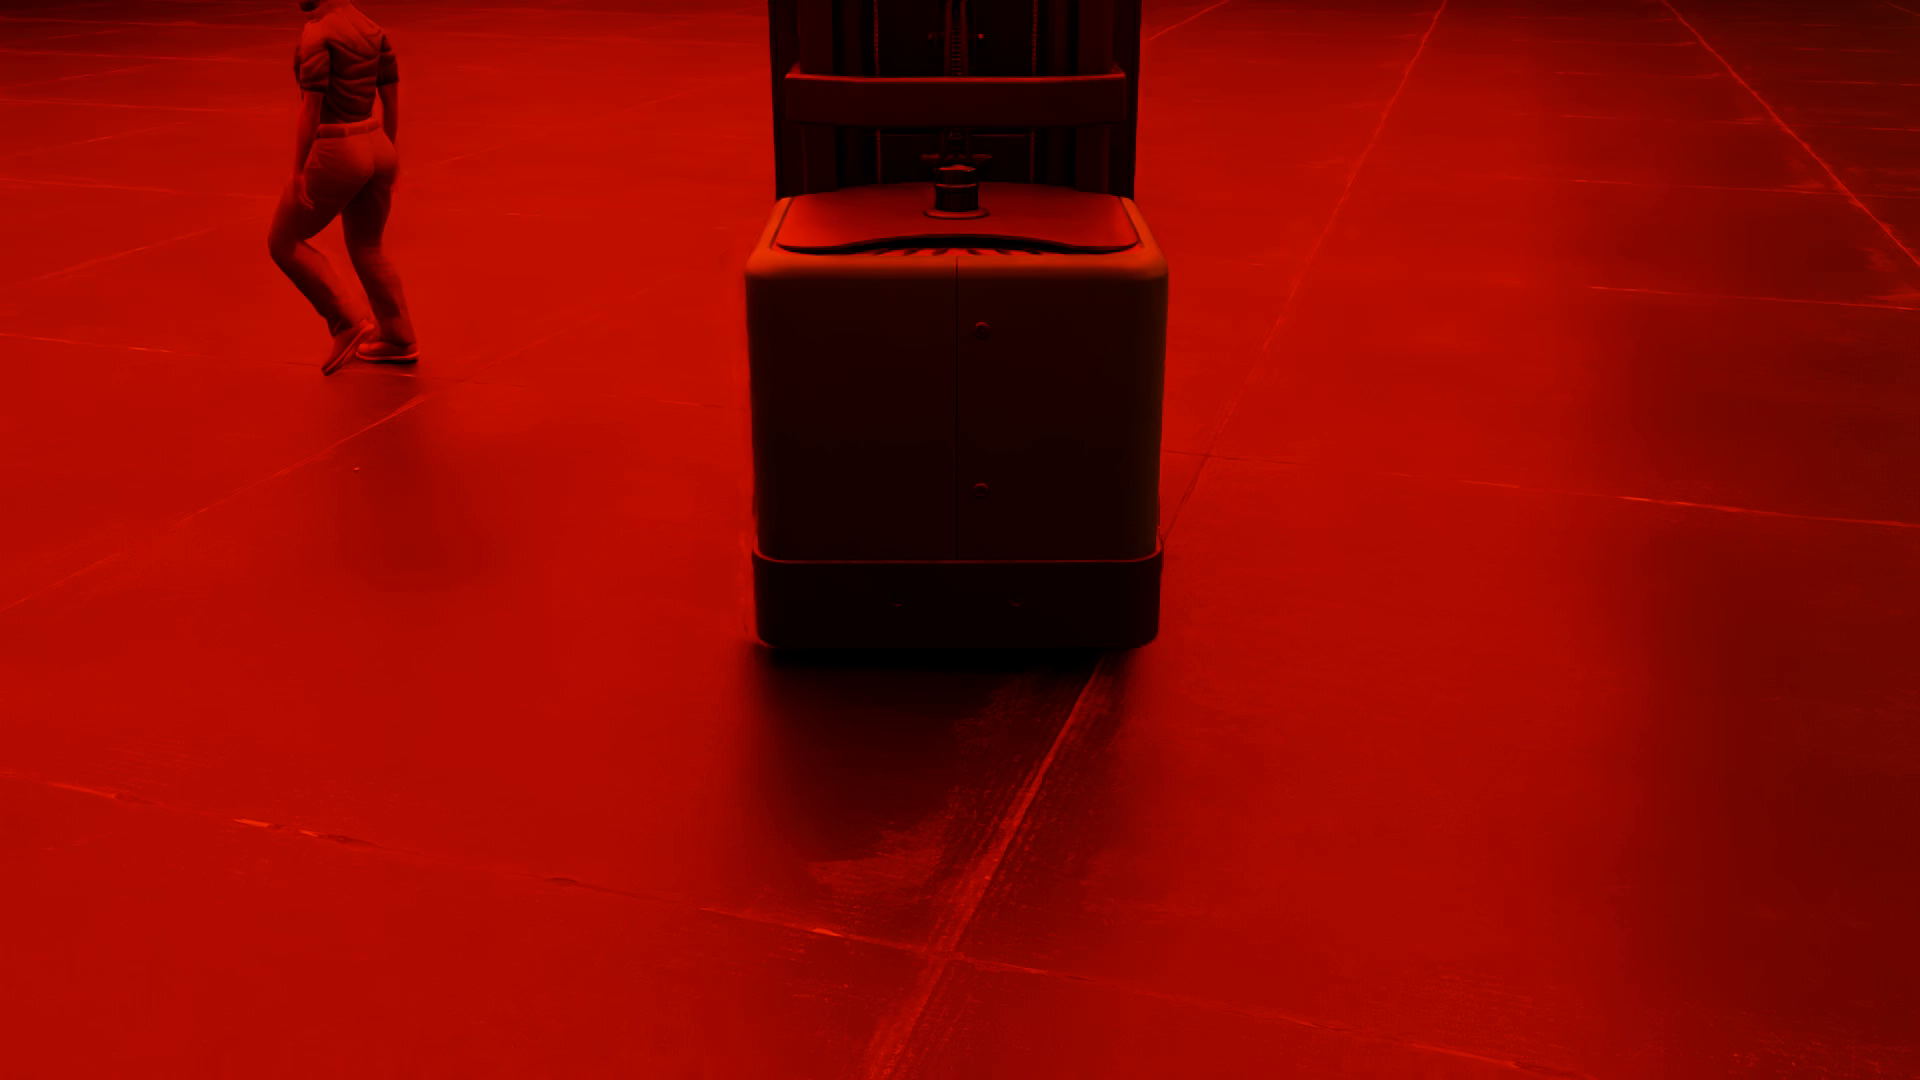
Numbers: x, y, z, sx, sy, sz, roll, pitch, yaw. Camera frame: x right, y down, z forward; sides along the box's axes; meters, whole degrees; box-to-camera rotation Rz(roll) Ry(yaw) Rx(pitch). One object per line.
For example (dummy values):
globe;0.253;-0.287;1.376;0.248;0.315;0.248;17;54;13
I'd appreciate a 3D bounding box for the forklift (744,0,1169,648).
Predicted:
forklift;-0.017;-1.589;5.130;1.130;2.935;3.031;0;22;0

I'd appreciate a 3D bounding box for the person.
person;-2.485;-1.491;6.595;0.446;1.643;0.577;5;23;13
